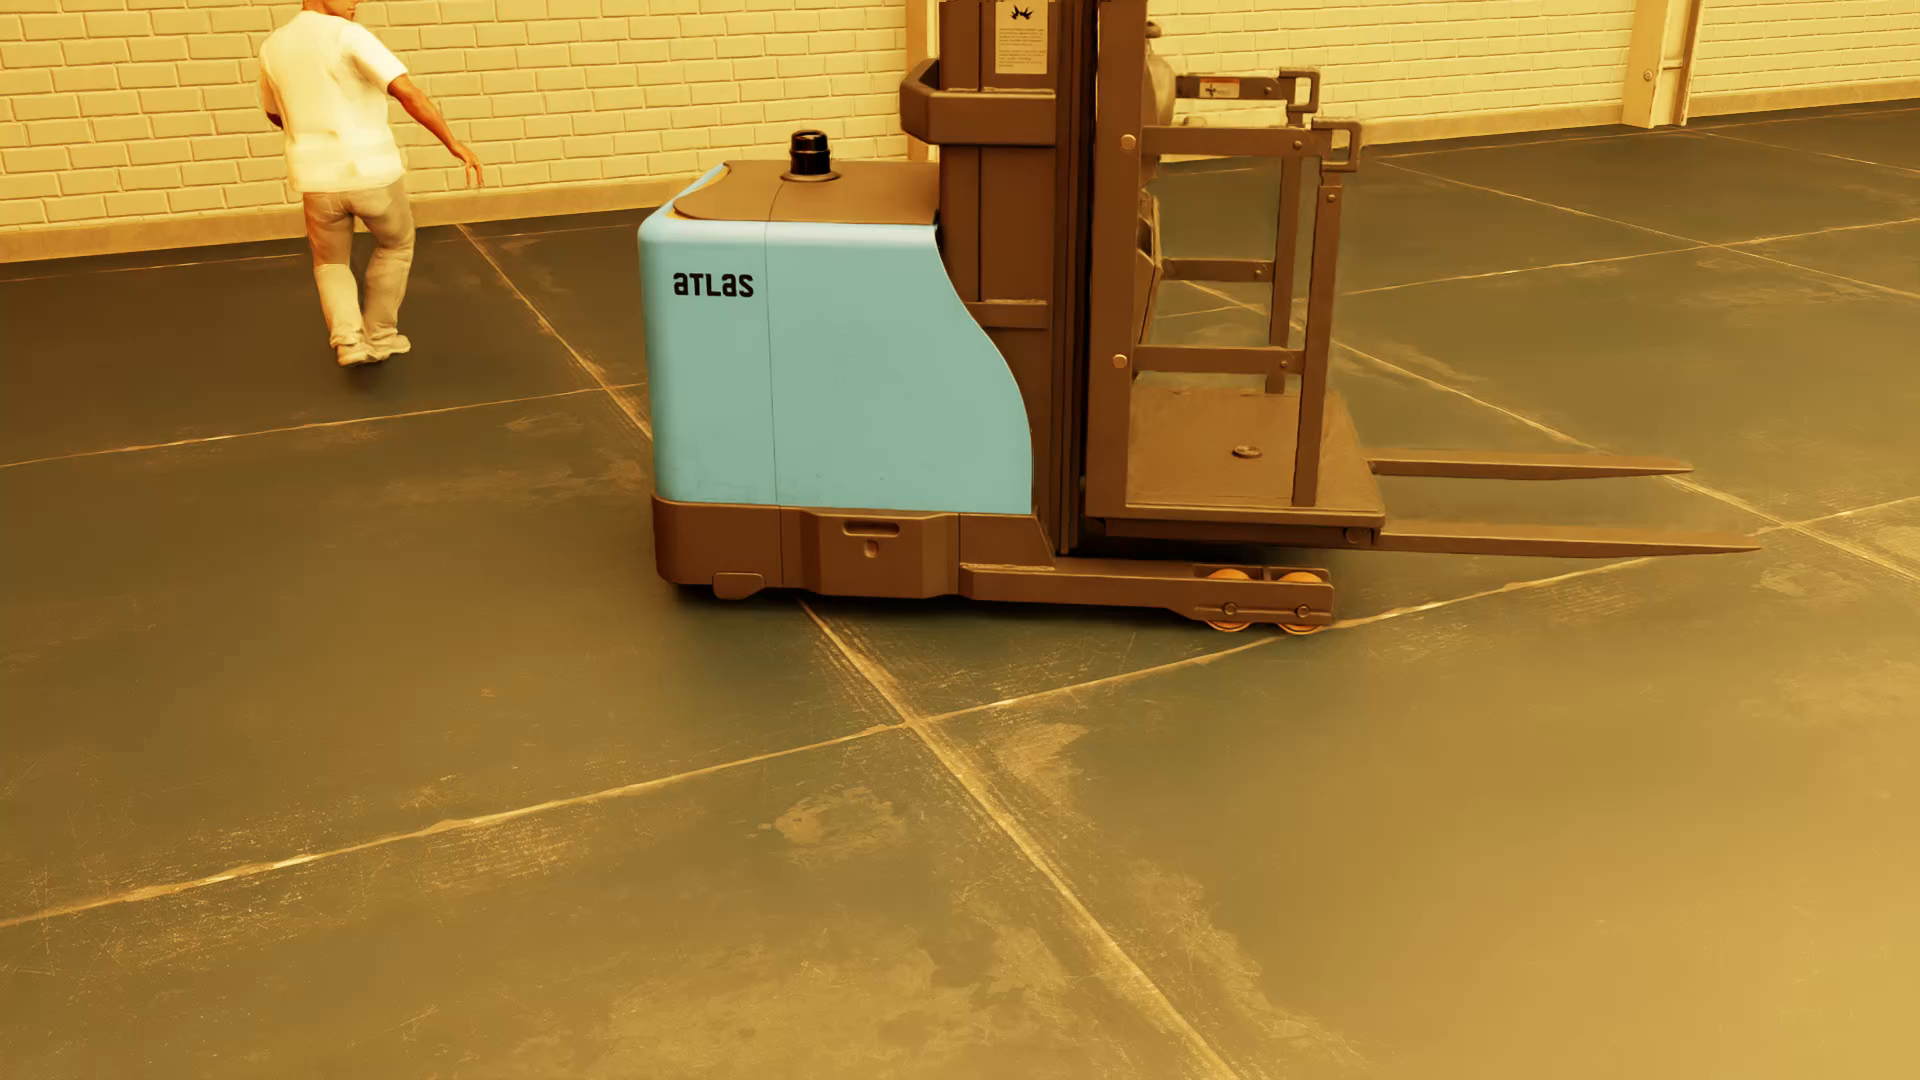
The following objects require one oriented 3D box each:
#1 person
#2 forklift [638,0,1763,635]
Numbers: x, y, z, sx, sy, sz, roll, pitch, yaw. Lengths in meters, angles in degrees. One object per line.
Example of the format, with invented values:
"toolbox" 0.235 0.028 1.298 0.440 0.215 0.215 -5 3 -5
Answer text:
"person" -2.290 -1.480 6.559 0.928 1.625 0.855 2 23 5
"forklift" 0.691 -1.311 4.443 3.031 2.935 1.130 2 23 5
